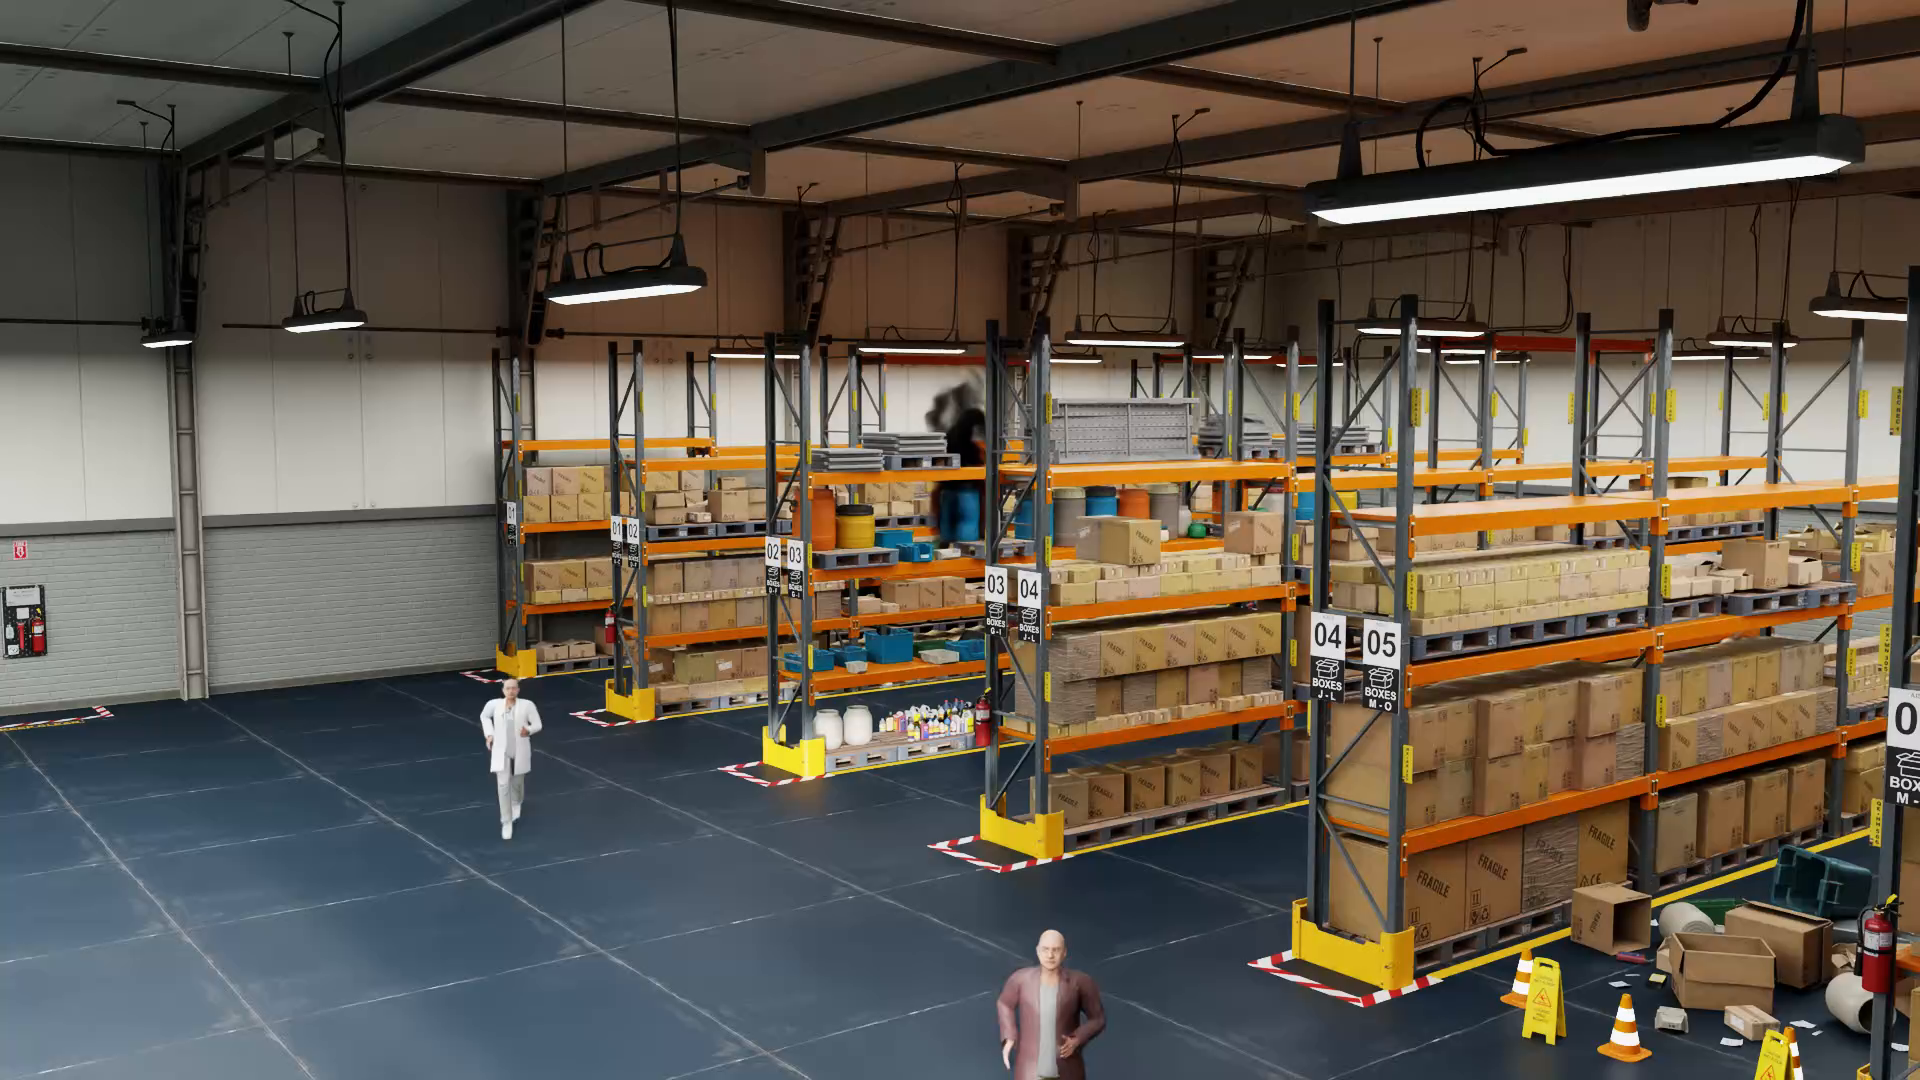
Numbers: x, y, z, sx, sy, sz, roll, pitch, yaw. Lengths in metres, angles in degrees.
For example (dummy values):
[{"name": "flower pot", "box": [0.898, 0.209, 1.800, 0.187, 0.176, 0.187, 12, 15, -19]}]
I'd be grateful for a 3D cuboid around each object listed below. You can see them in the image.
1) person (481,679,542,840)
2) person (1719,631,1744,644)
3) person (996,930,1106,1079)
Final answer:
[{"name": "person", "box": [-5.311, 2.568, 19.710, 0.703, 1.738, 1.040, -1, 5, -15]}, {"name": "person", "box": [11.554, 2.107, 24.782, 0.862, 1.840, 0.649, -5, 7, -43]}, {"name": "person", "box": [0.571, 3.360, 10.650, 0.720, 1.745, 0.897, 1, 5, 8]}]
